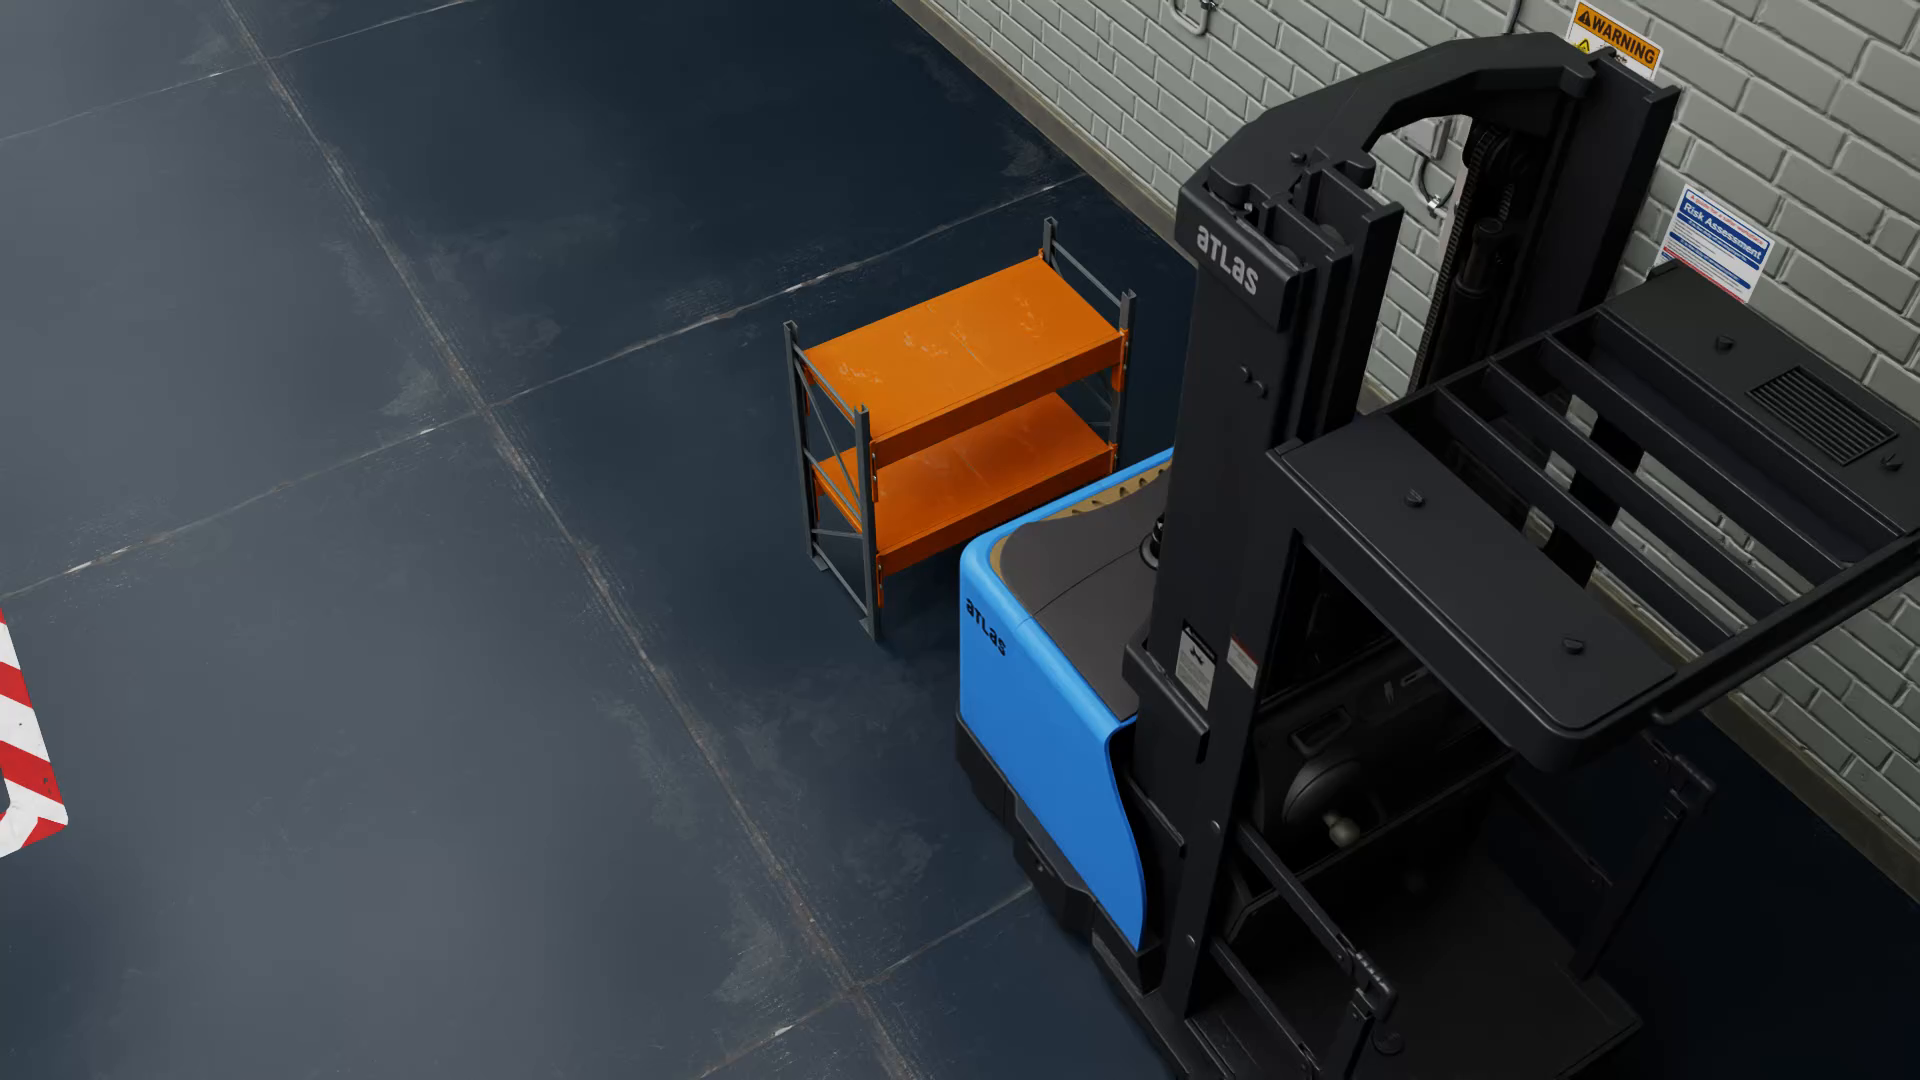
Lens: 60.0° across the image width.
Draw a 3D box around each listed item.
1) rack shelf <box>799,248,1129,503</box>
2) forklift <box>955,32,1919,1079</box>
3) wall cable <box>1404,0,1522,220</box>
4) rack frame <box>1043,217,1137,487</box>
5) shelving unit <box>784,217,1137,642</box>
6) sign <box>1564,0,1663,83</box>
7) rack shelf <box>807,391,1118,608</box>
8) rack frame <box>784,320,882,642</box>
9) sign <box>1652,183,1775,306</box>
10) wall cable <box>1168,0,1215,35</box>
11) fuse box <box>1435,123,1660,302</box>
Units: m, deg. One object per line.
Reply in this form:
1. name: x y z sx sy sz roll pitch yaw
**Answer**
1. rack shelf: 0.006 -0.571 5.614 1.000 0.278 0.538 -25 53 -21
2. forklift: 1.183 0.504 3.838 1.130 2.935 3.031 -25 53 -20
3. wall cable: 1.562 -1.881 5.236 0.122 1.984 0.588 -25 53 -21
4. rack frame: 0.436 -0.579 6.013 0.032 1.125 0.500 -25 53 -21
5. shelving unit: 0.006 -0.377 5.832 1.048 1.125 0.538 -25 53 -21
6. sign: 1.939 -1.441 4.972 0.001 0.242 0.339 -25 53 -21
7. rack shelf: 0.006 -0.214 6.015 1.000 0.278 0.538 -25 53 -21
8. rack frame: -0.424 -0.174 5.652 0.032 1.125 0.500 -25 53 -21
9. sign: 2.232 -0.788 5.007 0.001 0.494 0.329 -25 53 -21
10. wall cable: 0.796 -2.782 6.018 0.123 1.953 0.585 -25 53 -21
11. fuse box: 1.793 -0.620 5.657 0.414 1.711 0.539 -25 53 -21
